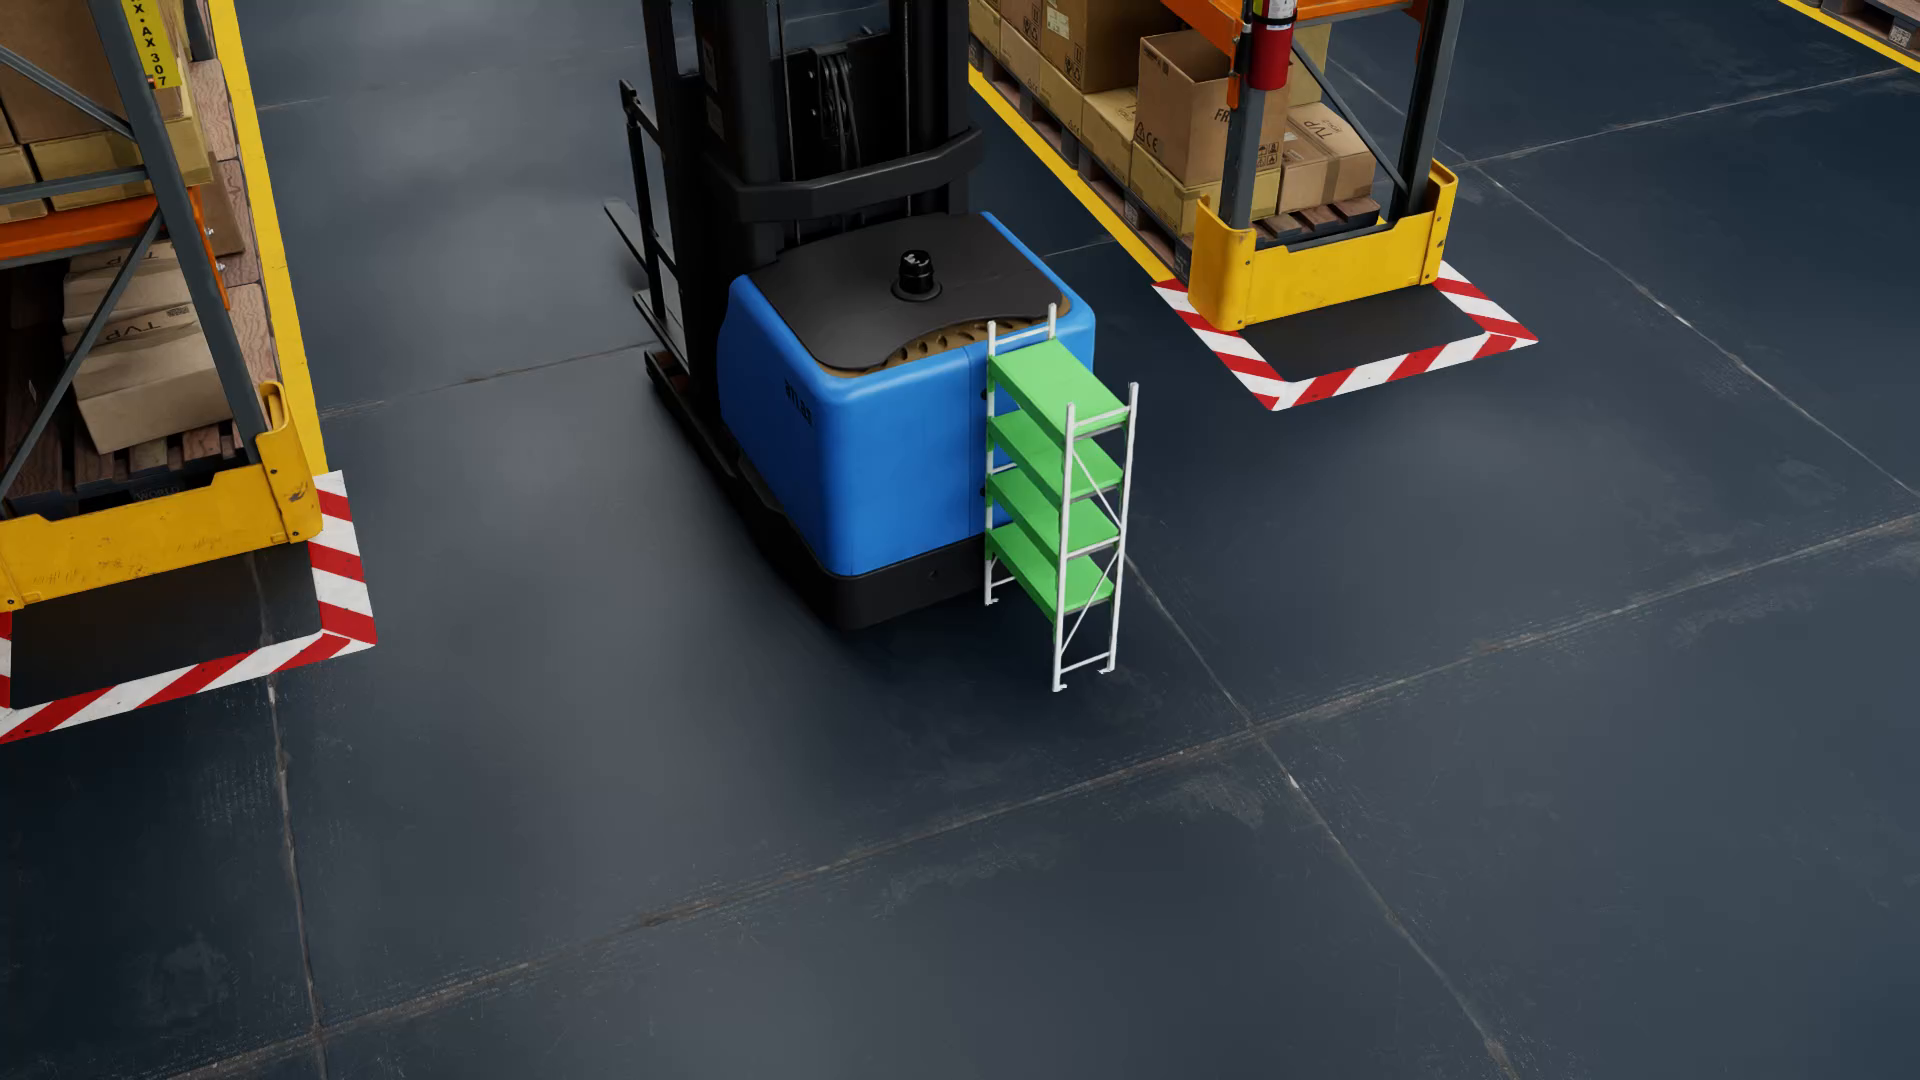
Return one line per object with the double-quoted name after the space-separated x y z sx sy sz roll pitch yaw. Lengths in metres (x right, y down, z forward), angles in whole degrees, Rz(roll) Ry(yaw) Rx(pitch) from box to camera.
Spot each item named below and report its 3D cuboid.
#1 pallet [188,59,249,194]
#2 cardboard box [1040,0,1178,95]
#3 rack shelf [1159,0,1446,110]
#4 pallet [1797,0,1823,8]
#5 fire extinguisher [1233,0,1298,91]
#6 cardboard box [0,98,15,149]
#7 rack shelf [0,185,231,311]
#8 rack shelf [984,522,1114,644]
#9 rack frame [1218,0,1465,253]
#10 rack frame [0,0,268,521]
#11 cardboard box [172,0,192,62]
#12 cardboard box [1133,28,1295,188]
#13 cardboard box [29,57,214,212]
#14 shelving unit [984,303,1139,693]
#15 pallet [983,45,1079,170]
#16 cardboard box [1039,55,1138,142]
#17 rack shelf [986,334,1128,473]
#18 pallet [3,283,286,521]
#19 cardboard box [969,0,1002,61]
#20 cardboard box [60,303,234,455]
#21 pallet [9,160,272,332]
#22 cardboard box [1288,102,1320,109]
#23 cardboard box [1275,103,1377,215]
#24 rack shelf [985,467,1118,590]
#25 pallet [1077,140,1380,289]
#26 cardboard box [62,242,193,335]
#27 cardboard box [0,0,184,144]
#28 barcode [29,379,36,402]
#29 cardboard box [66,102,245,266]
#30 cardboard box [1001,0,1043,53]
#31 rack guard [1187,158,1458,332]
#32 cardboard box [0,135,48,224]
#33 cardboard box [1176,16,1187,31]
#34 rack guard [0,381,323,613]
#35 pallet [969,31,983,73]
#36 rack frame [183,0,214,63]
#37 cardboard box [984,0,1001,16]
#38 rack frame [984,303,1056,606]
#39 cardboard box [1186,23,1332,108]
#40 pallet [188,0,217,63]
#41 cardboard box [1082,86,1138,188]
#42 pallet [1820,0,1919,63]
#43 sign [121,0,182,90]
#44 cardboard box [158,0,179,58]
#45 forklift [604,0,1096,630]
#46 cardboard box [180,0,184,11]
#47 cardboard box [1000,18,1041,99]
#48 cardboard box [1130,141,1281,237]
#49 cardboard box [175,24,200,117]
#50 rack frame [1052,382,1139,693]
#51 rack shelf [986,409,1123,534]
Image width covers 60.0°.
-4.212 -2.024 8.441 1.003 0.211 1.213 -15 43 -17 "pallet"
0.728 -2.554 8.131 0.500 0.500 0.500 -15 43 -17 "cardboard box"
0.839 -3.237 8.266 1.077 0.370 4.000 -15 43 -17 "rack shelf"
5.340 -3.740 10.437 1.003 0.211 1.213 -15 43 -17 "pallet"
1.220 -2.089 6.438 0.296 0.674 0.183 -15 43 -17 "fire extinguisher"
-3.348 -1.533 5.257 0.500 0.500 0.500 -16 43 -17 "cardboard box"
-3.737 -1.999 6.826 1.077 0.370 4.000 -15 43 -17 "rack shelf"
0.309 0.113 5.664 0.258 0.148 0.480 -19 44 -21 "rack shelf"
1.604 -2.305 6.630 1.000 3.000 0.127 -15 43 -17 "rack frame"
-2.971 -1.067 5.190 1.000 3.000 0.127 -15 43 -17 "rack frame"
-3.266 -2.009 6.385 0.500 0.250 0.500 -16 43 -18 "cardboard box"
1.124 -1.955 7.435 0.500 0.500 0.500 -15 43 -17 "cardboard box"
-2.865 -1.391 5.667 0.500 0.250 0.500 -16 43 -18 "cardboard box"
0.309 -0.117 5.466 0.258 1.200 0.503 -19 44 -21 "shelving unit"
0.810 -2.432 8.916 1.003 0.211 1.213 -15 43 -17 "pallet"
0.730 -2.270 8.376 0.500 0.250 0.500 -15 43 -17 "cardboard box"
0.309 -0.433 5.195 0.258 0.148 0.480 -19 44 -21 "rack shelf"
-3.279 -0.554 6.732 1.003 0.211 1.213 -15 43 -17 "pallet"
0.344 -2.872 9.075 0.500 0.250 0.500 -15 43 -17 "cardboard box"
-3.153 -0.654 6.434 0.500 0.311 0.500 -20 45 -22 "cardboard box"
-3.742 -1.288 7.585 1.003 0.211 1.213 -15 43 -17 "pallet"
1.410 -2.101 8.179 0.500 0.250 0.500 -15 43 -17 "cardboard box"
1.604 -1.800 7.830 0.500 0.250 0.500 -15 43 -17 "cardboard box"
0.309 -0.069 5.508 0.258 0.148 0.480 -19 44 -21 "rack shelf"
1.273 -1.698 8.063 1.003 0.211 1.213 -15 43 -17 "pallet"
-3.371 -0.997 6.834 0.500 0.311 0.500 -12 42 -13 "cardboard box"
-2.876 -1.665 5.410 0.500 0.500 0.500 -15 43 -17 "cardboard box"
-3.529 -0.568 6.328 0.001 0.075 0.075 -15 43 -17 "barcode"
-3.606 -1.523 7.301 0.700 0.500 0.500 -18 44 -20 "cardboard box"
0.538 -2.855 8.481 0.500 0.500 0.500 -15 43 -17 "cardboard box"
1.613 -1.343 7.428 1.175 0.500 0.348 -15 43 -17 "rack guard"
-3.329 -1.251 5.504 0.500 0.250 0.500 -15 43 -16 "cardboard box"
1.208 -2.683 8.282 0.500 0.500 0.500 -15 43 -17 "cardboard box"
-3.000 -0.165 6.059 1.175 0.500 0.348 -15 43 -17 "rack guard"
0.339 -3.168 9.772 1.003 0.211 1.213 -15 43 -17 "pallet"
-4.502 -3.477 7.992 1.000 3.000 0.127 -15 43 -17 "rack frame"
0.344 -3.156 8.831 0.500 0.500 0.500 -15 43 -17 "cardboard box"
0.196 -0.258 5.630 0.240 1.200 0.015 -19 44 -21 "rack frame"
1.411 -2.385 7.935 0.500 0.500 0.500 -15 43 -17 "cardboard box"
-4.801 -2.888 9.447 1.003 0.211 1.213 -15 43 -17 "pallet"
0.923 -1.969 8.026 0.500 0.250 0.500 -15 43 -17 "cardboard box"
5.803 -3.006 9.584 1.003 0.211 1.213 -15 43 -17 "pallet"
-2.470 -1.531 5.066 0.100 0.325 0.005 -15 43 -17 "sign"
-3.056 -1.965 5.759 0.500 0.500 0.500 -15 43 -17 "cardboard box"
-0.661 -1.752 6.040 1.130 2.935 3.031 -19 44 -21 "forklift"
-3.457 -2.314 6.740 0.500 0.250 0.500 -15 43 -16 "cardboard box"
0.541 -2.572 8.727 0.500 0.250 0.500 -15 43 -17 "cardboard box"
1.126 -1.671 7.680 0.500 0.250 0.500 -15 43 -17 "cardboard box"
-3.077 -1.700 6.026 0.500 0.250 0.500 -16 43 -18 "cardboard box"
0.422 0.024 5.302 0.240 1.200 0.015 -19 44 -21 "rack frame"
0.309 -0.251 5.351 0.258 0.148 0.480 -19 44 -21 "rack shelf"
